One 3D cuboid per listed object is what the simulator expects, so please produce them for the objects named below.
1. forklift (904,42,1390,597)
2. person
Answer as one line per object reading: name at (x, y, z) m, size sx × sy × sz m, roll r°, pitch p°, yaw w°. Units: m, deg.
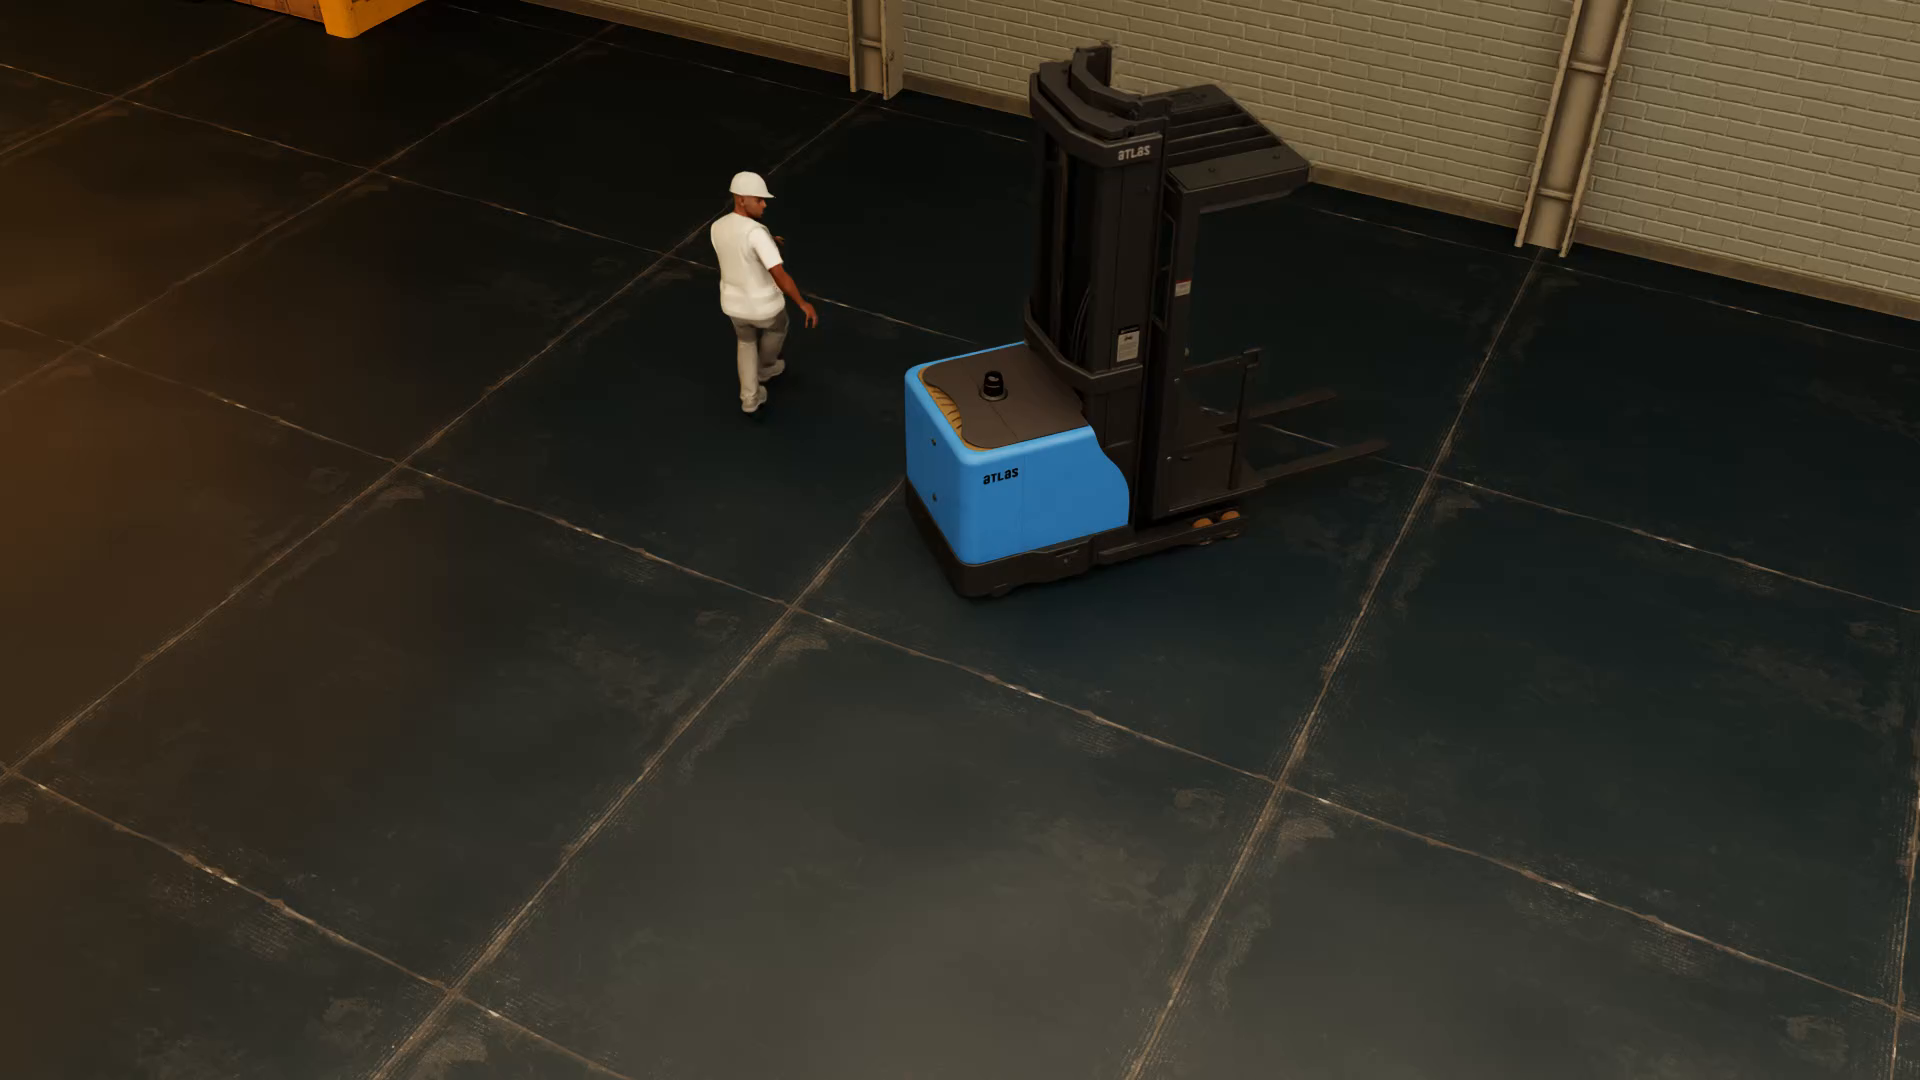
forklift at (1.226, -1.390, 9.637) m, size 3.031 × 2.935 × 1.130 m, roll -15°, pitch 42°, yaw -17°
person at (-1.229, -1.648, 10.973) m, size 0.882 × 1.633 × 0.843 m, roll 16°, pitch 43°, yaw 18°
